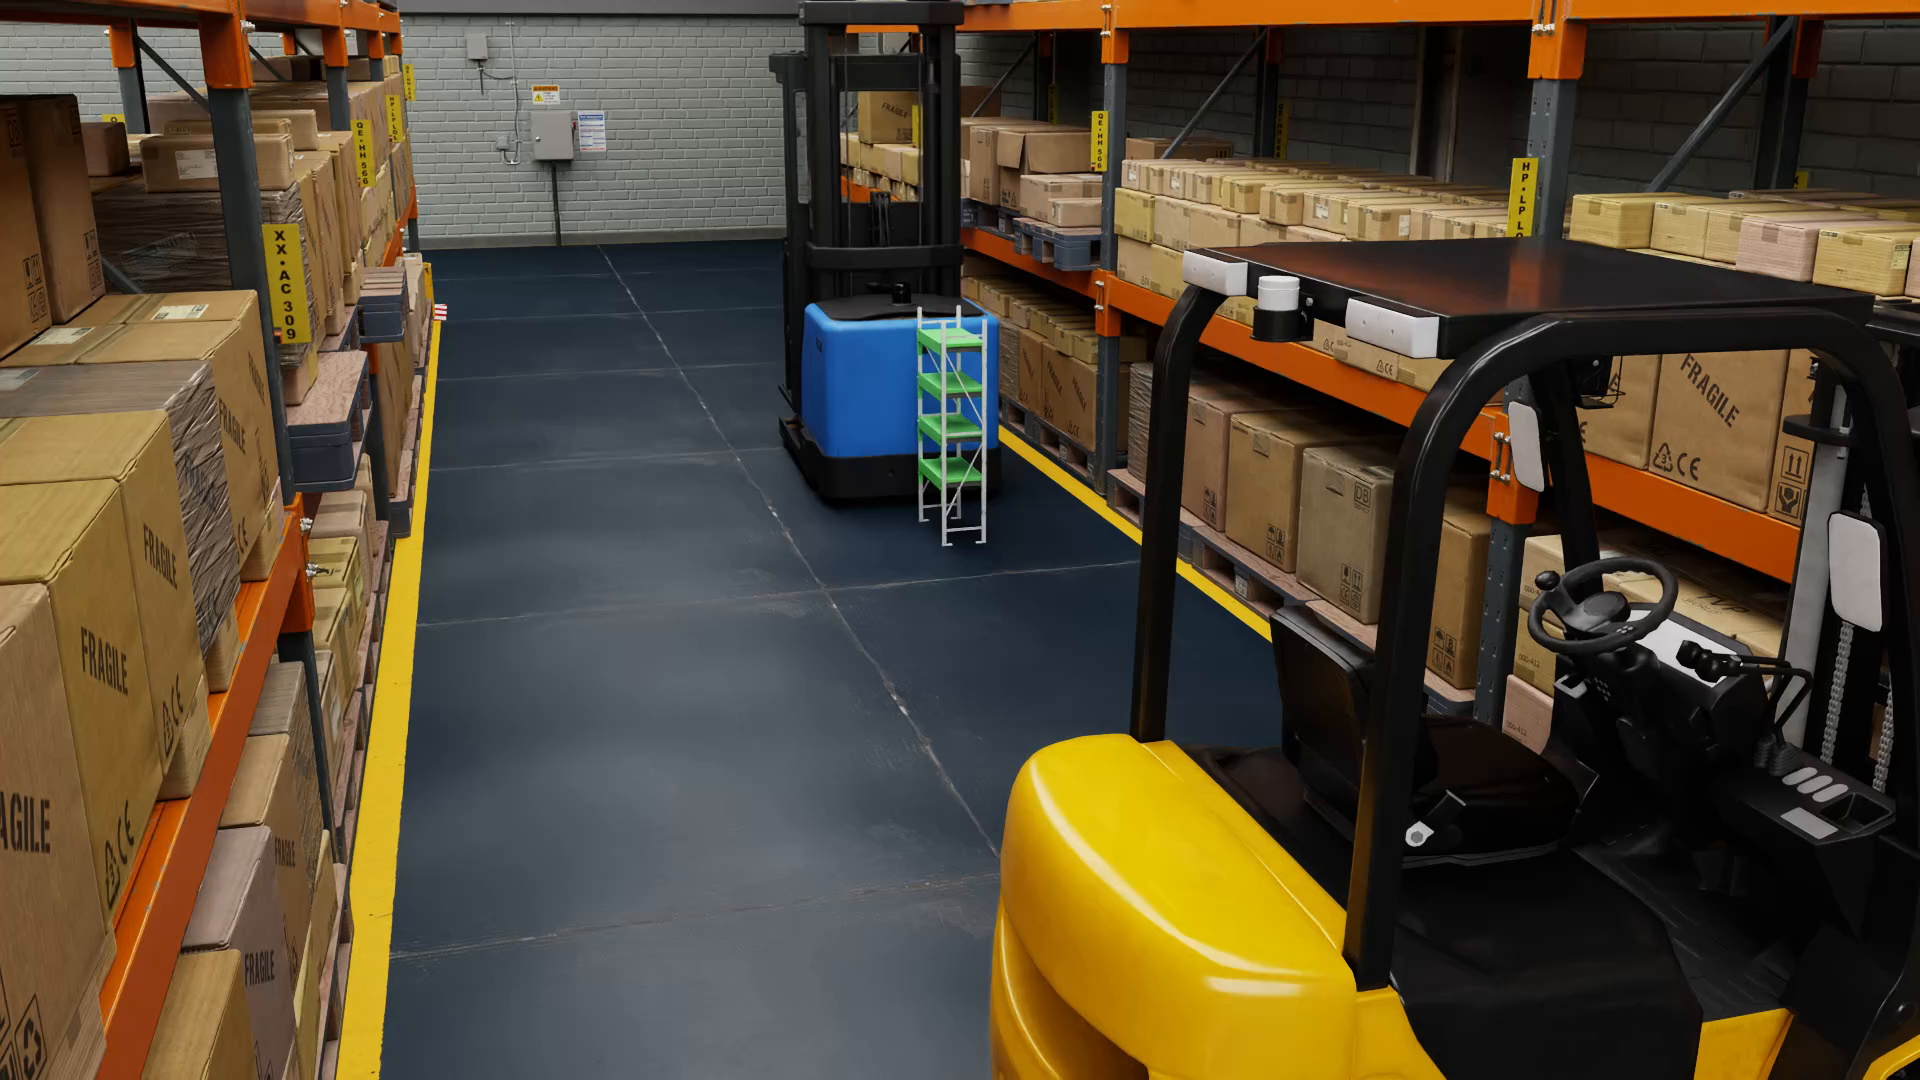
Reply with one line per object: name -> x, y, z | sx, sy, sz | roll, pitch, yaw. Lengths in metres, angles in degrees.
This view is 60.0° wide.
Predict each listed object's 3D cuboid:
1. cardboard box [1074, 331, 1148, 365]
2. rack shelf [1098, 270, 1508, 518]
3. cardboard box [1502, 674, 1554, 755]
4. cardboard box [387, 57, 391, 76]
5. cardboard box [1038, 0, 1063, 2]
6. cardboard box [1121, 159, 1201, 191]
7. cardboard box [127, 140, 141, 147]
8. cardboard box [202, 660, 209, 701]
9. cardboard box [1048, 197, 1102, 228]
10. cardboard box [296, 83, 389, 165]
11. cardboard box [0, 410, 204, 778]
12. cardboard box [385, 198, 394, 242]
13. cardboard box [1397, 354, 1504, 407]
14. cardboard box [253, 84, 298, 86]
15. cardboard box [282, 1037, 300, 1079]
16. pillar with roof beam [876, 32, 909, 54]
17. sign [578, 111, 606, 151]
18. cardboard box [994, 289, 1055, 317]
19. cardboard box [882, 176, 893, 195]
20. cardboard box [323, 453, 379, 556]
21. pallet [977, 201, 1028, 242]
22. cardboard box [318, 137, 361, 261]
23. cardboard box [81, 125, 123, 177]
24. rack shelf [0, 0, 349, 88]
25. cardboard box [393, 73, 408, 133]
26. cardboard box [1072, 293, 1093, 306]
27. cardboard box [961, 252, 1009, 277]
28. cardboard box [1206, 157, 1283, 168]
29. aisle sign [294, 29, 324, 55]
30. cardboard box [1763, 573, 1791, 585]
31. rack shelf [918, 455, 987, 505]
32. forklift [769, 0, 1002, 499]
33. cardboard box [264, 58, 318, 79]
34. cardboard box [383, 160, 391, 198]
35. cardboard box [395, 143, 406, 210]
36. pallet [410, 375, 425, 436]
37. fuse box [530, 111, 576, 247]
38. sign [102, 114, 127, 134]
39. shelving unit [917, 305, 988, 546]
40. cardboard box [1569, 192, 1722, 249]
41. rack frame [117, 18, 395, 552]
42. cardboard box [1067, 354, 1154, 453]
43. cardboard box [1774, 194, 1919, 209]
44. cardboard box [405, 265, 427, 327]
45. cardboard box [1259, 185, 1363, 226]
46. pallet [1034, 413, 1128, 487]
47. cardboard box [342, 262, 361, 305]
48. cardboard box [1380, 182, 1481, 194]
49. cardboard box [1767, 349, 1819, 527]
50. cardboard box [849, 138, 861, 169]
cardboard box -> 0.918, -1.175, 10.137 | 0.380, 0.149, 0.250 | -6, 18, -18
rack shelf -> 1.847, -0.846, 7.805 | 1.077, 0.370, 4.000 | -5, 17, -15
cardboard box -> 2.211, 0.638, 5.662 | 0.500, 0.250, 0.500 | -5, 17, -15
cardboard box -> -4.811, -3.825, 13.431 | 0.380, 0.149, 0.250 | -5, 17, -15
cardboard box -> 0.784, -3.370, 10.004 | 0.500, 0.250, 0.500 | -5, 17, -15
cardboard box -> 1.101, -1.991, 9.064 | 0.380, 0.149, 0.250 | -4, 17, -14
cardboard box -> -3.423, -1.455, 7.162 | 0.500, 0.500, 0.500 | -4, 17, -12
cardboard box -> -1.670, 0.295, 3.192 | 0.380, 0.149, 0.250 | -5, 17, -16
cardboard box -> 0.748, -1.976, 10.022 | 0.380, 0.149, 0.250 | -4, 17, -14
cardboard box -> -4.060, -2.737, 10.938 | 0.500, 0.500, 0.500 | -4, 17, -14
cardboard box -> -1.574, 0.095, 2.729 | 0.500, 0.500, 0.500 | -5, 17, -16
cardboard box -> -4.069, -2.140, 11.122 | 0.500, 0.250, 0.500 | -5, 17, -16
cardboard box -> 2.006, -0.684, 6.276 | 0.500, 0.250, 0.500 | -4, 17, -14
cardboard box -> -4.563, -2.700, 10.816 | 0.500, 0.500, 0.500 | -5, 17, -16
cardboard box -> -1.663, 1.302, 3.454 | 0.500, 0.250, 0.500 | -4, 17, -14
pillar with roof beam -> -4.915, -7.306, 17.634 | 9.100, 9.000, 0.400 | -5, 17, -15
sign -> -4.767, -5.297, 21.539 | 0.329, 0.494, 0.001 | -5, 17, -15
cardboard box -> 0.460, -1.688, 11.846 | 0.380, 0.149, 0.250 | -4, 17, -13
cardboard box -> -0.463, -3.081, 14.433 | 0.380, 0.149, 0.250 | -5, 17, -16
cardboard box -> -3.329, -0.136, 8.028 | 0.950, 0.372, 0.625 | -6, 18, -19
pallet -> 0.758, -2.189, 11.360 | 1.003, 0.211, 1.213 | -5, 17, -15
cardboard box -> -2.930, -1.496, 7.297 | 0.500, 0.500, 0.500 | -5, 17, -16
cardboard box -> -2.921, -1.245, 5.336 | 0.380, 0.149, 0.250 | -5, 17, -17
rack shelf -> -2.925, -1.889, 6.063 | 1.077, 0.370, 4.000 | -5, 17, -15
cardboard box -> -5.140, -3.833, 14.587 | 0.500, 0.500, 0.500 | -5, 17, -15
cardboard box -> 1.013, -1.659, 11.748 | 0.380, 0.149, 0.250 | -5, 18, -17
cardboard box -> 0.158, -2.119, 12.762 | 0.380, 0.149, 0.250 | -6, 18, -18
cardboard box -> 1.581, -2.028, 9.189 | 0.380, 0.149, 0.250 | -4, 17, -13
aisle sign -> -5.972, -4.805, 15.216 | 0.394, 0.787, 0.004 | -5, 17, -15
cardboard box -> 2.871, 0.259, 5.186 | 0.500, 0.250, 0.500 | -5, 17, -16
rack shelf -> -0.046, -0.329, 9.019 | 0.258, 0.148, 0.480 | -5, 17, -15
forklift -> -0.591, -2.022, 10.589 | 1.130, 2.935, 3.031 | -4, 17, -13
cardboard box -> -4.992, -3.505, 12.368 | 0.380, 0.149, 0.250 | -5, 17, -15
cardboard box -> -4.074, -2.384, 11.066 | 0.500, 0.250, 0.500 | -4, 17, -14
cardboard box -> -4.585, -2.795, 12.867 | 0.500, 0.500, 0.500 | -5, 17, -15
pallet -> -4.289, -0.914, 11.627 | 1.003, 0.211, 1.213 | -5, 17, -15
fuse box -> -5.185, -4.630, 21.390 | 0.539, 1.711, 0.414 | -5, 17, -15
sign -> -4.007, -1.860, 7.917 | 0.100, 0.325, 0.005 | -5, 17, -15
shelving unit -> -0.046, -0.620, 8.932 | 0.258, 1.200, 0.503 | -5, 17, -15
cardboard box -> 2.199, -1.027, 5.337 | 0.380, 0.149, 0.250 | -4, 17, -14
rack frame -> -3.474, -1.350, 8.233 | 1.000, 3.000, 0.127 | -5, 17, -15
cardboard box -> 0.974, -0.848, 10.175 | 0.500, 0.500, 0.500 | -4, 17, -14
cardboard box -> 2.804, -1.001, 5.253 | 0.380, 0.149, 0.250 | -5, 17, -17
cardboard box -> -5.136, -2.110, 14.486 | 0.875, 0.438, 0.875 | -4, 17, -14
cardboard box -> 1.562, -1.491, 7.400 | 0.380, 0.149, 0.250 | -5, 17, -17
pallet -> 1.128, -0.618, 10.641 | 1.003, 0.211, 1.213 | -5, 17, -15
cardboard box -> -2.752, -1.079, 7.037 | 0.380, 0.149, 0.250 | -4, 17, -14
cardboard box -> 2.132, -1.535, 7.548 | 0.380, 0.149, 0.250 | -5, 17, -15
cardboard box -> 2.567, -0.259, 4.426 | 0.500, 0.500, 0.500 | -5, 17, -16
cardboard box -> -0.755, -3.601, 15.470 | 0.500, 0.250, 0.500 | -5, 17, -16
